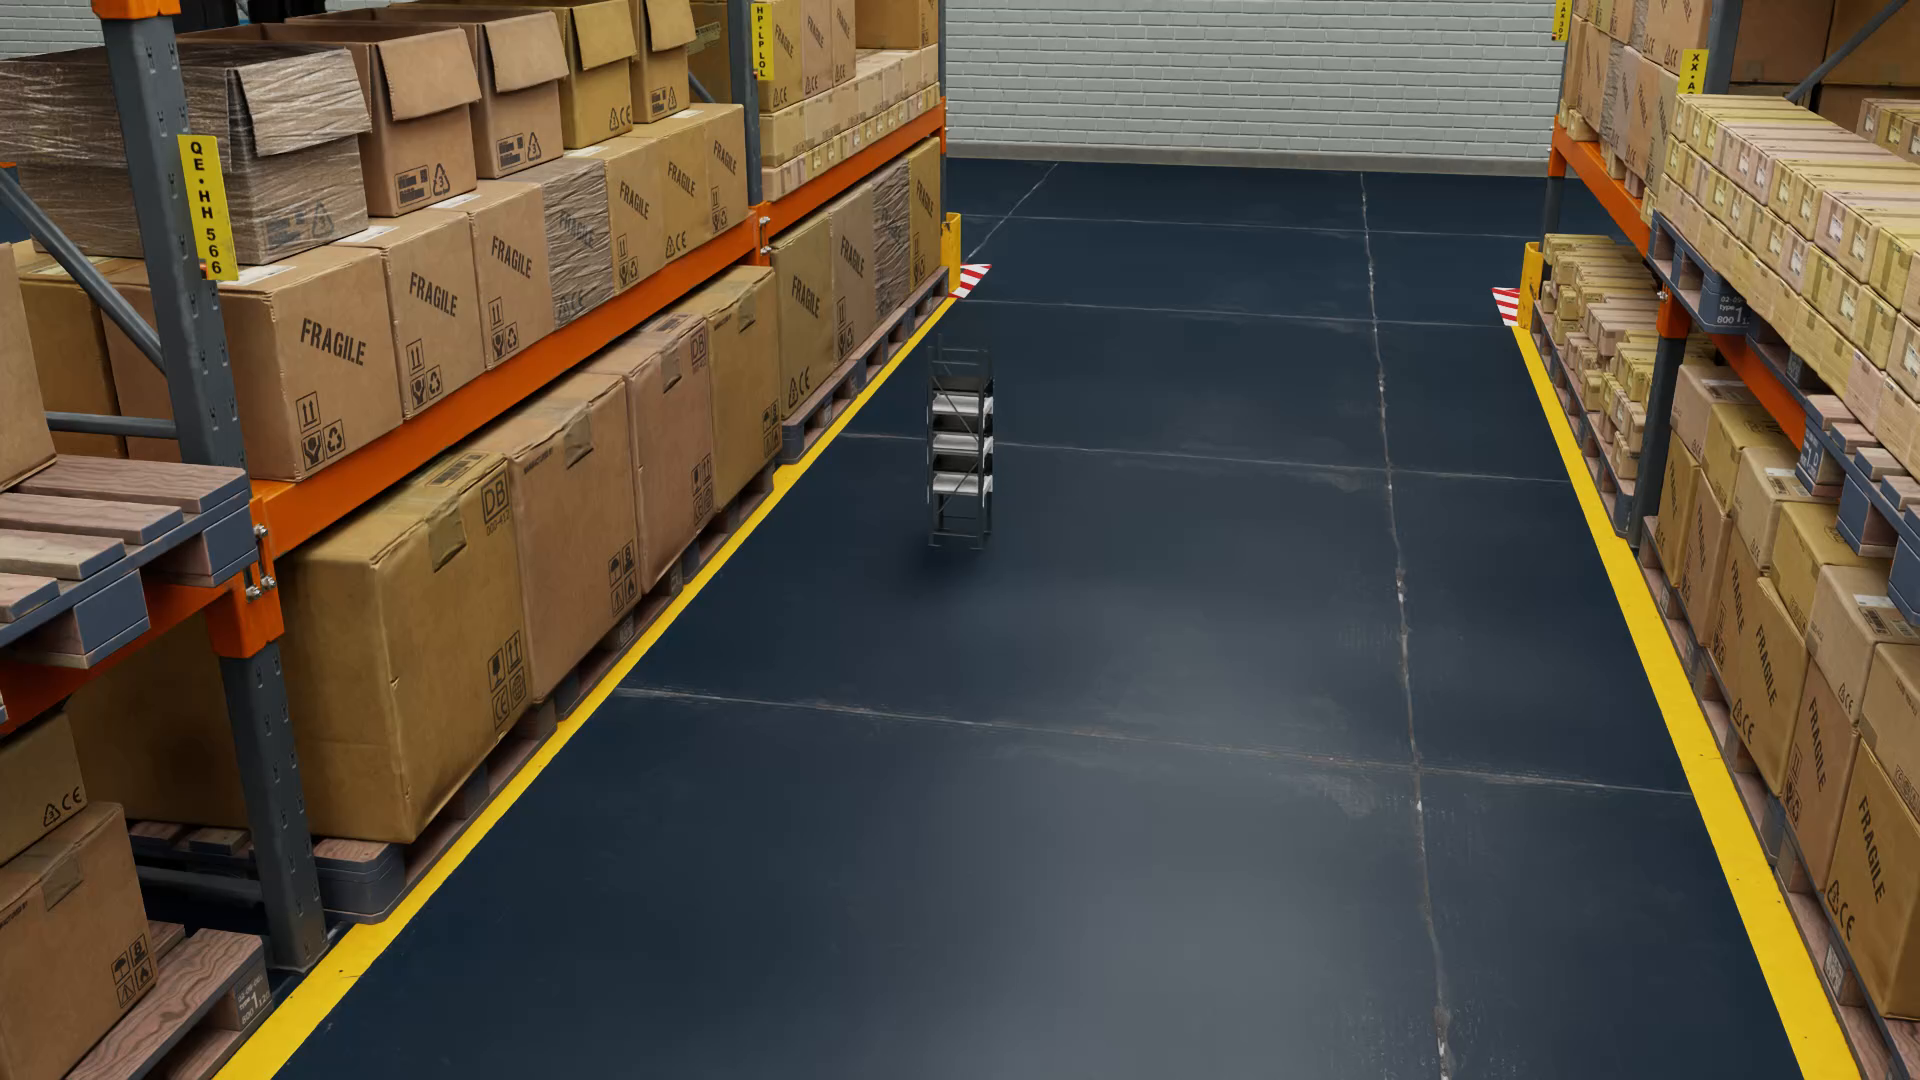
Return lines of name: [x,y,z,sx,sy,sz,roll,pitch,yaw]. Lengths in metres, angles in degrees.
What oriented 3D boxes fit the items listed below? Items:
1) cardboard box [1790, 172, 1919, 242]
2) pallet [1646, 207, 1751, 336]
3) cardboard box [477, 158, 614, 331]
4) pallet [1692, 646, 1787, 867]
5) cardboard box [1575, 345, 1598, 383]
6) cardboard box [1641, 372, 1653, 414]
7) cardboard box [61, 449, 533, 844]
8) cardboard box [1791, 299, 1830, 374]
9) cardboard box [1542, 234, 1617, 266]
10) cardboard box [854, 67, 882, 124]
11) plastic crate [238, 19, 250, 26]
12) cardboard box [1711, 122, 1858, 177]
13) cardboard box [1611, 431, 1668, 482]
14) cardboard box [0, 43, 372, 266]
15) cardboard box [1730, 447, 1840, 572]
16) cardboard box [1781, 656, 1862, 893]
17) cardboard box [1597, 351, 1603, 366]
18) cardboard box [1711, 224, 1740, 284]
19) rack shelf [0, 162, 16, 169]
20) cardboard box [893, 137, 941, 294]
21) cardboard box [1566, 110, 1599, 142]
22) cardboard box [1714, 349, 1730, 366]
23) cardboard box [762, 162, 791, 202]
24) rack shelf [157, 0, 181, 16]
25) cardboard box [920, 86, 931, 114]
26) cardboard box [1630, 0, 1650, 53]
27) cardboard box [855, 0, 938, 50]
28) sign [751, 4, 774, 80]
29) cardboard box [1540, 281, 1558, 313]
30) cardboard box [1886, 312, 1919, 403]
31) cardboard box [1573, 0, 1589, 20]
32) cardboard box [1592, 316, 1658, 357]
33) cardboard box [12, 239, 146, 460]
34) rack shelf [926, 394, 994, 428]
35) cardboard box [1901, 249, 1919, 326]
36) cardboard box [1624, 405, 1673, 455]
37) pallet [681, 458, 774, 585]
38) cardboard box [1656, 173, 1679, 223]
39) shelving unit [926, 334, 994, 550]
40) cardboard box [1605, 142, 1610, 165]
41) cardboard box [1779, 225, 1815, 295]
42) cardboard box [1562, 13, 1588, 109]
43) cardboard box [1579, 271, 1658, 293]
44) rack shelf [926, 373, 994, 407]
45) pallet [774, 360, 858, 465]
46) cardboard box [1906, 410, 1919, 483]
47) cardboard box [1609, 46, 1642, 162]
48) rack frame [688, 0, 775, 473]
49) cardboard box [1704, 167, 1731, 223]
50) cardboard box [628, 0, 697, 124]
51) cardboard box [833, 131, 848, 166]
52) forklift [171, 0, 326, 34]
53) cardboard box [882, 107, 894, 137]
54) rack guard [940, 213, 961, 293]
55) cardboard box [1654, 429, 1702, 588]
cardboard box: [2.523,-0.910,4.575,0.380,0.149,0.250,6,23,14]
pallet: [3.124,-0.974,6.013,1.003,0.211,1.213,4,22,11]
cardboard box: [-1.555,-1.046,5.802,0.500,0.500,0.500,5,22,11]
pallet: [3.018,0.695,5.346,1.003,0.211,1.213,4,22,11]
cardboard box: [3.516,-0.933,8.908,0.380,0.149,0.250,4,22,11]
cardboard box: [3.240,-0.630,7.359,0.380,0.149,0.250,5,22,12]
cardboard box: [-2.068,0.257,4.983,1.225,0.875,0.875,3,22,8]
cardboard box: [2.469,-0.536,4.444,0.380,0.149,0.250,3,22,9]
cardboard box: [3.799,-1.777,10.208,0.380,0.149,0.250,3,22,8]
cardboard box: [-0.745,-2.518,9.392,0.500,0.250,0.500,4,22,11]
plastic crate: [-5.331,-3.494,11.887,0.616,0.435,0.499,4,22,11]
cardboard box: [2.733,-1.289,5.518,0.380,0.149,0.250,4,22,10]
cardboard box: [3.169,-0.373,7.519,0.380,0.149,0.250,5,22,12]
cardboard box: [-2.064,-1.061,4.497,0.797,0.503,0.637,5,23,13]
cardboard box: [2.798,-0.083,5.325,0.500,0.250,0.500,5,23,13]
cardboard box: [2.594,0.646,4.518,0.500,0.500,0.500,5,23,13]
cardboard box: [3.510,-0.956,8.567,0.380,0.149,0.250,3,22,8]
cardboard box: [2.682,-0.923,5.404,0.380,0.149,0.250,3,22,9]
rack shelf: [-5.853,-2.522,10.563,1.077,0.370,4.000,4,22,11]
cardboard box: [-0.649,-2.178,11.029,0.875,0.875,0.875,4,22,11]
cardboard box: [3.733,-2.394,9.618,0.380,0.149,0.250,4,22,9]
cardboard box: [3.844,-0.879,7.980,0.380,0.149,0.250,4,22,10]
cardboard box: [-1.027,-1.713,7.927,0.380,0.149,0.250,5,22,11]
rack shelf: [-1.821,-2.073,5.432,1.077,0.370,4.000,4,22,11]
cardboard box: [-0.398,-2.842,10.732,0.380,0.149,0.250,5,22,11]
cardboard box: [3.472,-2.548,7.793,0.500,0.500,0.500,5,22,12]
cardboard box: [-0.439,-3.427,10.647,0.500,0.500,0.500,5,22,12]
sign: [-0.879,-2.209,7.379,0.100,0.325,0.005,4,22,11]
cardboard box: [3.818,-1.499,10.315,0.380,0.149,0.250,5,22,12]
cardboard box: [2.314,-0.398,3.702,0.380,0.149,0.250,5,23,13]
cardboard box: [3.887,-3.298,9.658,0.500,0.500,0.500,4,22,11]
cardboard box: [3.391,-1.013,8.310,0.380,0.149,0.250,3,22,8]
cardboard box: [-2.371,-0.529,4.519,0.500,0.500,0.500,5,23,13]
rack shelf: [0.002,-0.556,7.138,0.258,0.077,0.200,4,22,11]
cardboard box: [2.311,-0.528,3.628,0.380,0.149,0.250,4,22,10]
cardboard box: [3.175,-0.481,7.389,0.380,0.149,0.250,5,22,12]
pallet: [-1.496,-0.165,7.480,1.003,0.211,1.213,4,22,11]
cardboard box: [2.892,-1.301,6.342,0.380,0.149,0.250,3,22,8]
shelving unit: [0.002,-0.420,7.193,0.258,0.900,0.210,4,22,11]
cardboard box: [3.583,-2.010,8.665,0.380,0.149,0.250,5,23,13]
cardboard box: [2.522,-0.772,4.631,0.380,0.149,0.250,5,22,12]
cardboard box: [3.876,-2.835,9.847,0.500,0.500,0.500,6,23,13]
cardboard box: [3.648,-1.387,9.239,0.380,0.149,0.250,5,23,13]
rack shelf: [0.002,-0.640,7.104,0.258,0.077,0.200,4,22,11]
pallet: [-1.181,-0.725,8.871,1.003,0.211,1.213,4,22,11]
cardboard box: [2.257,-0.162,3.515,0.380,0.149,0.250,5,22,12]
cardboard box: [3.454,-2.086,7.985,0.500,0.500,0.500,4,22,11]
rack frame: [-1.413,-1.746,7.675,1.000,3.000,0.127,4,22,11]
cardboard box: [2.736,-1.154,5.580,0.380,0.149,0.250,4,22,9]
cardboard box: [-1.535,-2.024,6.887,0.797,0.503,0.637,4,22,10]
cardboard box: [-0.816,-2.095,8.876,0.380,0.149,0.250,4,22,10]
forklift: [-4.051,-2.076,8.586,3.031,2.935,1.130,5,22,12]
cardboard box: [-0.606,-2.469,9.805,0.380,0.149,0.250,5,22,11]
rack guard: [-0.592,-2.059,11.796,1.175,0.500,0.348,4,22,11]
cardboard box: [3.012,-0.117,6.412,0.500,0.500,0.500,5,23,13]
